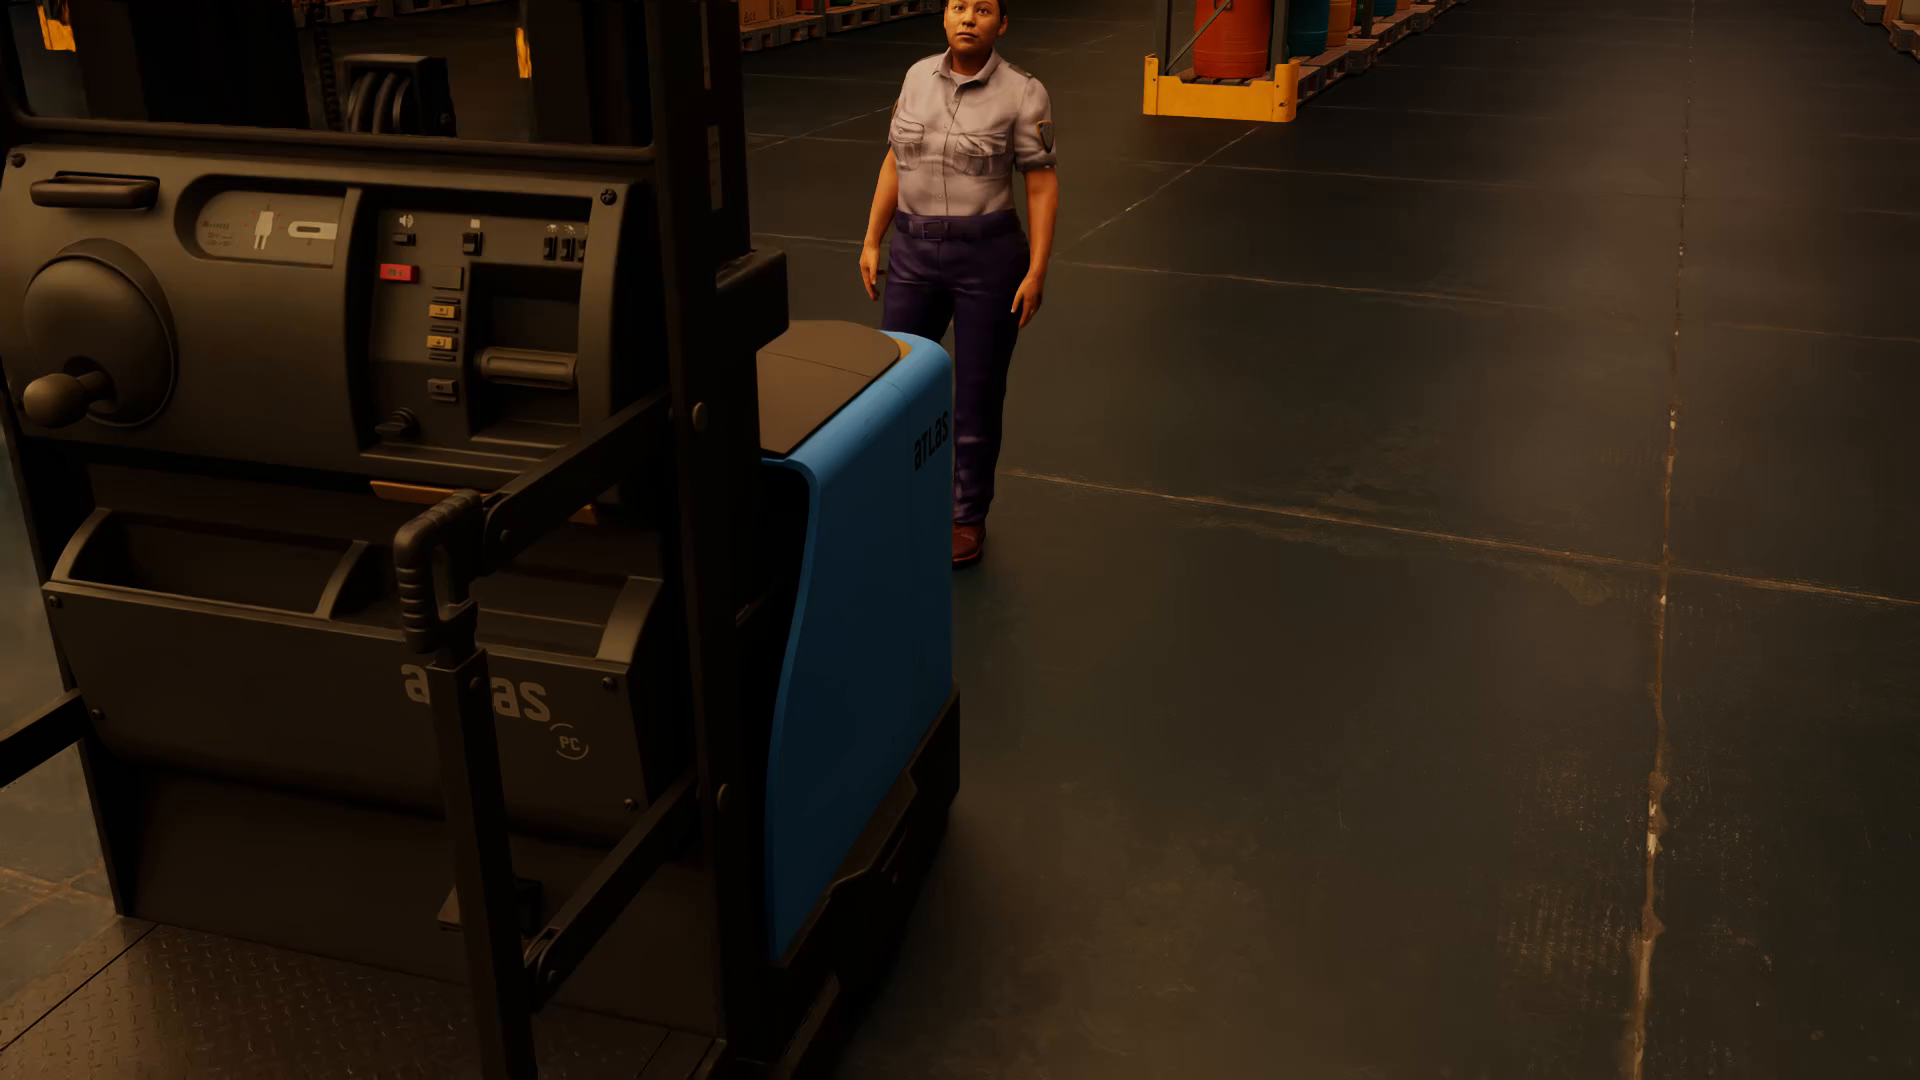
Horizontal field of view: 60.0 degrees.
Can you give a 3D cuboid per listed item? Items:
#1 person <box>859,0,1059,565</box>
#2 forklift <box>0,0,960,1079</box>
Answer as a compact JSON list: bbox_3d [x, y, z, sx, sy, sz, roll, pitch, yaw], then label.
[{"bbox_3d":[-0.055,-0.738,4.704,0.599,1.650,0.503,9,24,21],"label":"person"},{"bbox_3d":[-0.912,-0.278,1.957,1.130,2.935,3.031,7,24,15],"label":"forklift"}]
